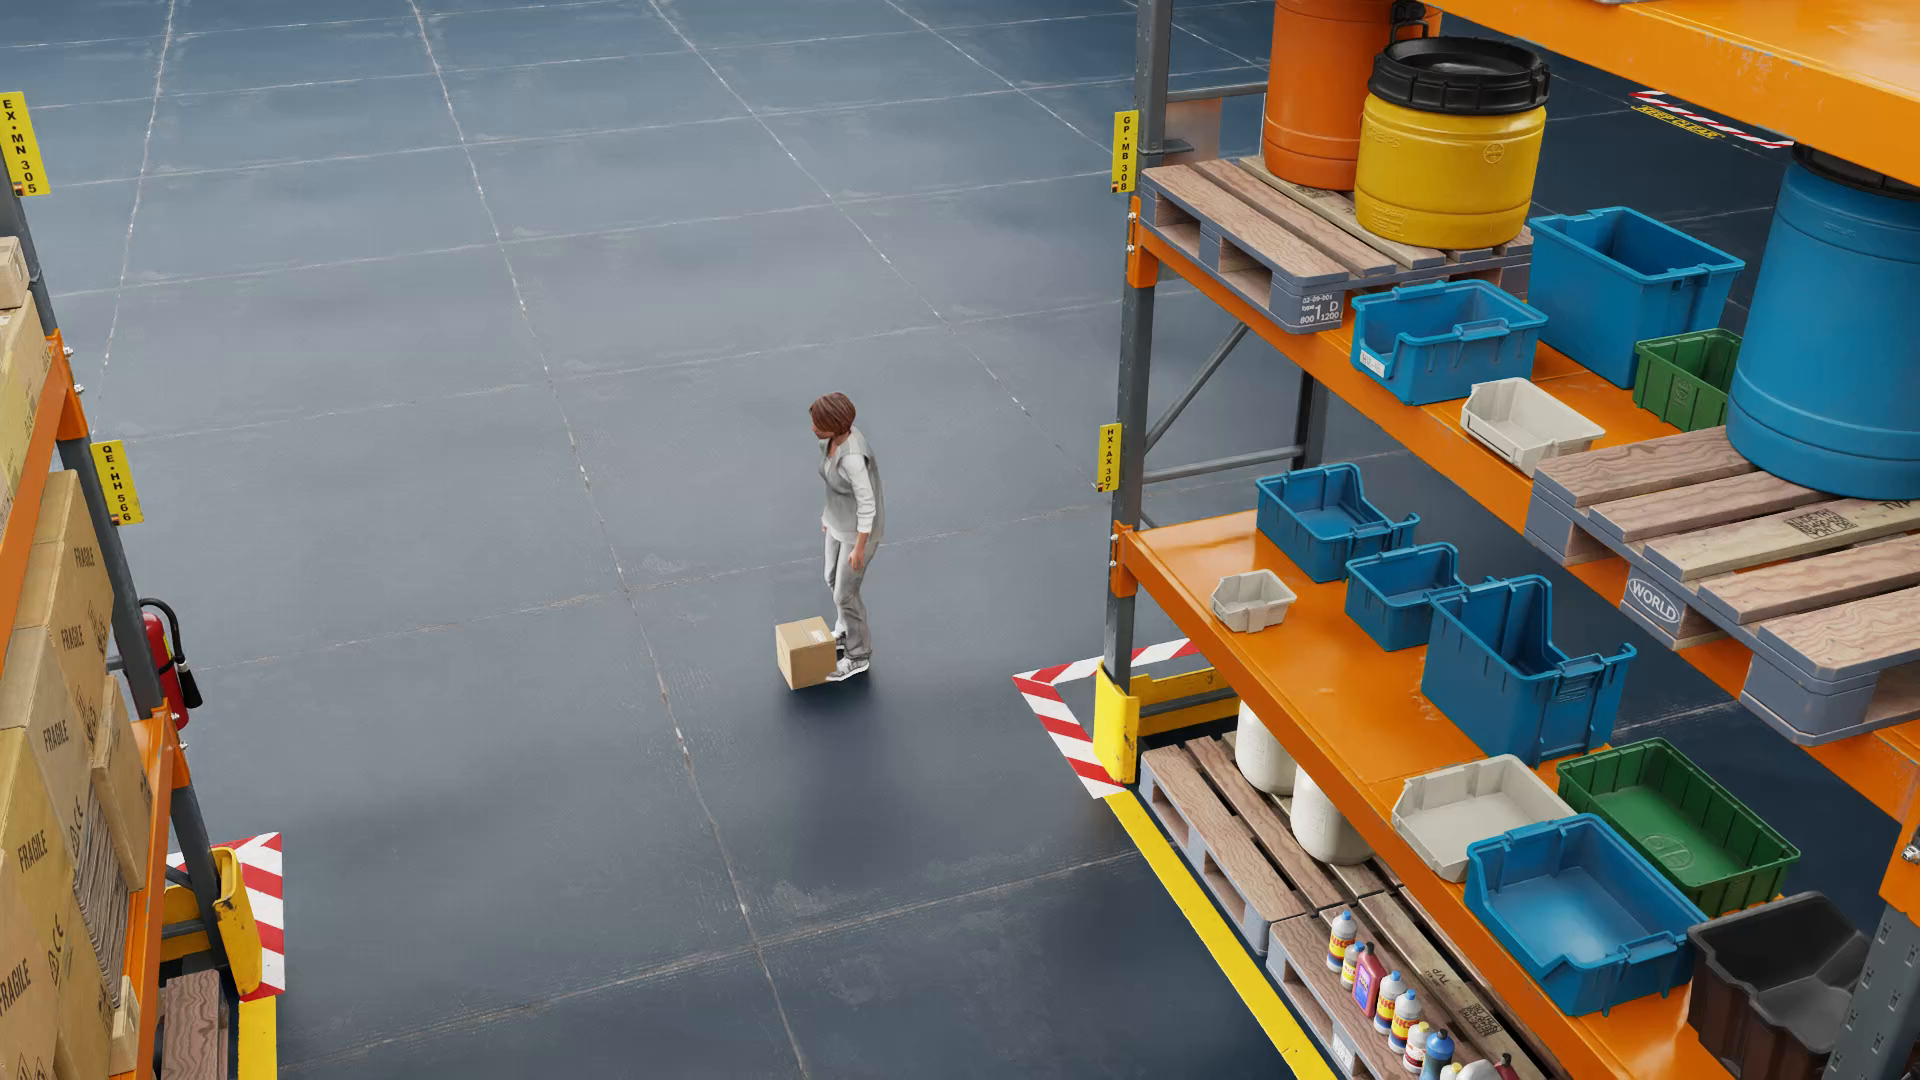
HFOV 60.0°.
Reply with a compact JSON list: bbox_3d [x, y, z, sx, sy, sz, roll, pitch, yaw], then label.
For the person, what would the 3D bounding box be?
[{"bbox_3d":[-0.583,-0.034,8.403,0.377,1.592,0.483,-13,33,-21],"label":"person"}]
